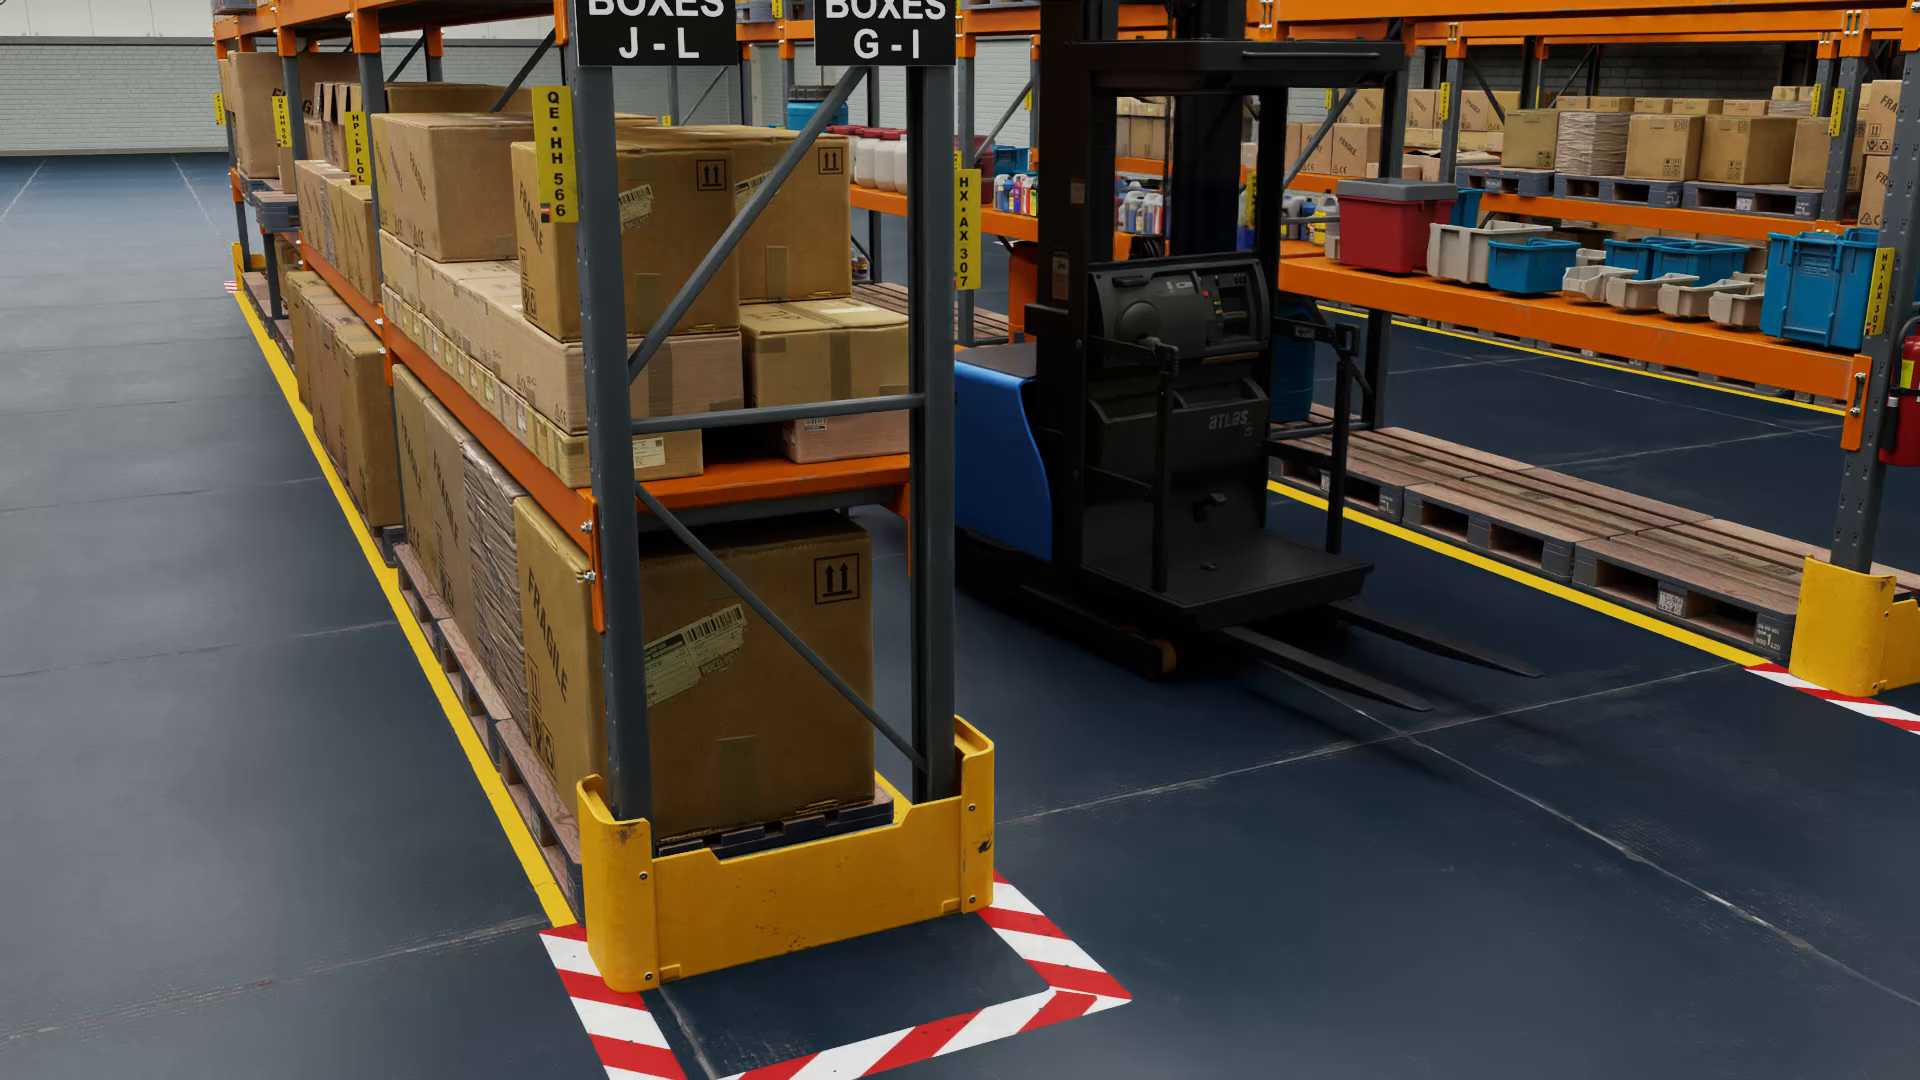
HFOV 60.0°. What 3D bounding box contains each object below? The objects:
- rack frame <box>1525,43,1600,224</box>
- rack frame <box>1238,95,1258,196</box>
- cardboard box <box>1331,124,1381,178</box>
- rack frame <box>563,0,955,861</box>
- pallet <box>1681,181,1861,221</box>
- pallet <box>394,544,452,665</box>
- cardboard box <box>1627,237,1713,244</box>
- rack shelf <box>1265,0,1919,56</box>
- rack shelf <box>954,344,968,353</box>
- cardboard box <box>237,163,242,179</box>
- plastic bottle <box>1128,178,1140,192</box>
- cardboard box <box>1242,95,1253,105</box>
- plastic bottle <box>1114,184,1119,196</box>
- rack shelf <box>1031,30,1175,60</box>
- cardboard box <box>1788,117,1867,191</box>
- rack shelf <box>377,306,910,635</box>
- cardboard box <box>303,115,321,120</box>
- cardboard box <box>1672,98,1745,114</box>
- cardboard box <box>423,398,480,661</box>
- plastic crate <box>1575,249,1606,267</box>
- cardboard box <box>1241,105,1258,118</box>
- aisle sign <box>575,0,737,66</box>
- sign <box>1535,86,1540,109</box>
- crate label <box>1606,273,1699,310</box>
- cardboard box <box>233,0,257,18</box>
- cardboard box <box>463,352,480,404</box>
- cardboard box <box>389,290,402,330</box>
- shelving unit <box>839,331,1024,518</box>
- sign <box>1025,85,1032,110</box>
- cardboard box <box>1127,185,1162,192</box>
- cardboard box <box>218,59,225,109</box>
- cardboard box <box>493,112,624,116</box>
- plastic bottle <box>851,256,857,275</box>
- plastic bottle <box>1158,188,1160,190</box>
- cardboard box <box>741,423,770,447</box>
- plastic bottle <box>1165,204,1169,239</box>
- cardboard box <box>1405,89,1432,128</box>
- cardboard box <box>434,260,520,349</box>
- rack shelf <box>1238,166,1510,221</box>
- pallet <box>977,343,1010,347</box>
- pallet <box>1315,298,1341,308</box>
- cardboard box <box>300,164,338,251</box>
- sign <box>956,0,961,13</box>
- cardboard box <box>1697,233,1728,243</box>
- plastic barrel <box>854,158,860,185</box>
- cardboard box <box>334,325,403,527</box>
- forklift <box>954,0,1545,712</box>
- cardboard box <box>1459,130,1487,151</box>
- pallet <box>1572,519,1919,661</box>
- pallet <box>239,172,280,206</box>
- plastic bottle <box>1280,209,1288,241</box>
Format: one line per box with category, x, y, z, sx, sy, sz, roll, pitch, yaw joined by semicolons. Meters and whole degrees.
rack frame;7.611;-5.103;21.094;1.000;3.000;0.127;-8;18;-25
rack frame;3.160;-4.503;19.005;1.000;3.000;0.127;-8;18;-25
cardboard box;4.162;-3.973;16.977;0.500;0.500;0.500;-9;18;-28
rack frame;-0.490;-0.331;4.468;1.000;3.000;0.127;-8;18;-25
pallet;6.413;-2.638;12.855;1.003;0.211;1.213;-8;18;-25
pallet;-1.979;0.215;7.618;1.003;0.211;1.213;-8;18;-25
cardboard box;6.013;-2.412;14.091;0.500;0.250;0.500;-8;18;-26
rack shelf;3.086;-2.522;7.967;1.077;0.370;4.000;-8;18;-25
rack shelf;-0.175;-0.862;8.656;0.538;0.278;1.000;-10;19;-32
cardboard box;-7.019;-3.695;16.644;0.380;0.149;0.250;-8;18;-25
plastic bottle;1.324;-2.618;12.670;0.097;0.271;0.097;0;16;0
cardboard box;2.960;-5.284;19.193;0.700;0.500;0.500;-8;18;-25
plastic bottle;1.031;-2.360;11.625;0.144;0.351;0.185;-8;18;-25
rack shelf;2.284;-6.095;20.418;1.077;0.370;4.000;-8;18;-25
cardboard box;6.658;-2.914;12.524;0.500;0.500;0.700;15;22;42
rack shelf;-1.366;-0.482;6.295;1.077;0.370;4.000;-8;18;-25
cardboard box;-4.904;-3.140;13.305;0.797;0.503;0.637;-6;17;-19
cardboard box;8.583;-4.792;19.032;0.700;0.500;0.500;-8;18;-25
cardboard box;-1.631;-0.107;6.777;0.875;0.875;0.875;-8;18;-25
plastic crate;3.243;-1.428;8.660;0.293;0.136;0.466;-8;18;-25
cardboard box;3.216;-4.953;19.215;0.380;0.149;0.250;-8;18;-25
aisle sign;-0.728;-1.527;3.920;0.394;0.787;0.004;-8;18;-25
sign;5.396;-4.098;15.636;0.100;0.325;0.005;-8;18;-25
crate label;3.185;-1.152;7.697;0.396;0.136;0.243;-8;18;-25
cardboard box;-6.181;-4.758;14.727;0.500;0.250;0.500;-7;17;-23
cardboard box;-1.505;-0.576;5.777;0.380;0.149;0.250;-8;18;-25
cardboard box;-2.296;-1.024;7.336;0.380;0.149;0.250;-8;18;-27
shelving unit;-0.175;-0.581;8.736;0.538;1.125;1.048;-10;19;-32
sign;0.906;-5.884;22.102;0.100;0.325;0.005;-8;18;-25
cardboard box;2.329;-4.081;20.398;0.500;0.500;0.500;-8;18;-25
cardboard box;-7.503;-4.801;17.510;0.500;0.500;0.500;-8;18;-25
cardboard box;-1.800;-1.673;7.515;0.500;0.500;0.500;-7;17;-23
plastic bottle;-1.129;-2.954;17.883;0.097;0.201;0.097;0;16;0
plastic bottle;1.519;-2.525;12.324;0.061;0.283;0.133;-8;18;-25
cardboard box;-0.462;-0.402;5.169;0.380;0.149;0.250;-8;18;-26
plastic bottle;1.432;-2.132;10.832;0.144;0.351;0.185;-8;18;-25
cardboard box;6.226;-5.985;23.045;0.500;0.500;0.500;-8;18;-27
cardboard box;-1.617;-0.871;6.081;0.500;0.250;0.500;-8;18;-25
rack shelf;4.036;-3.661;17.376;1.077;0.370;4.000;-8;18;-25
pallet;0.841;-1.383;13.187;1.003;0.211;1.213;-8;18;-25
pallet;4.056;-2.682;17.713;1.003;0.211;1.213;-8;18;-25
cardboard box;-3.798;-2.082;10.387;0.500;0.500;0.500;-8;18;-26
sign;-0.034;-4.237;12.829;0.100;0.325;0.005;-8;18;-25
cardboard box;8.880;-3.435;19.016;0.700;0.500;0.500;-8;18;-25
plastic barrel;-0.853;-3.492;15.733;0.301;0.262;0.301;0;16;0
cardboard box;-2.541;-0.660;8.704;1.225;0.875;0.875;-8;18;-25
forklift;1.067;-0.991;6.892;1.130;2.935;3.031;-10;19;-32
cardboard box;6.920;-5.246;21.827;0.500;0.250;0.500;-8;18;-25
pallet;3.636;0.201;7.667;1.003;0.211;1.213;-8;18;-25
pallet;-5.543;-3.008;14.141;1.003;0.211;1.213;-8;18;-25
plastic bottle;2.086;-2.058;10.845;0.097;0.201;0.097;0;16;0
